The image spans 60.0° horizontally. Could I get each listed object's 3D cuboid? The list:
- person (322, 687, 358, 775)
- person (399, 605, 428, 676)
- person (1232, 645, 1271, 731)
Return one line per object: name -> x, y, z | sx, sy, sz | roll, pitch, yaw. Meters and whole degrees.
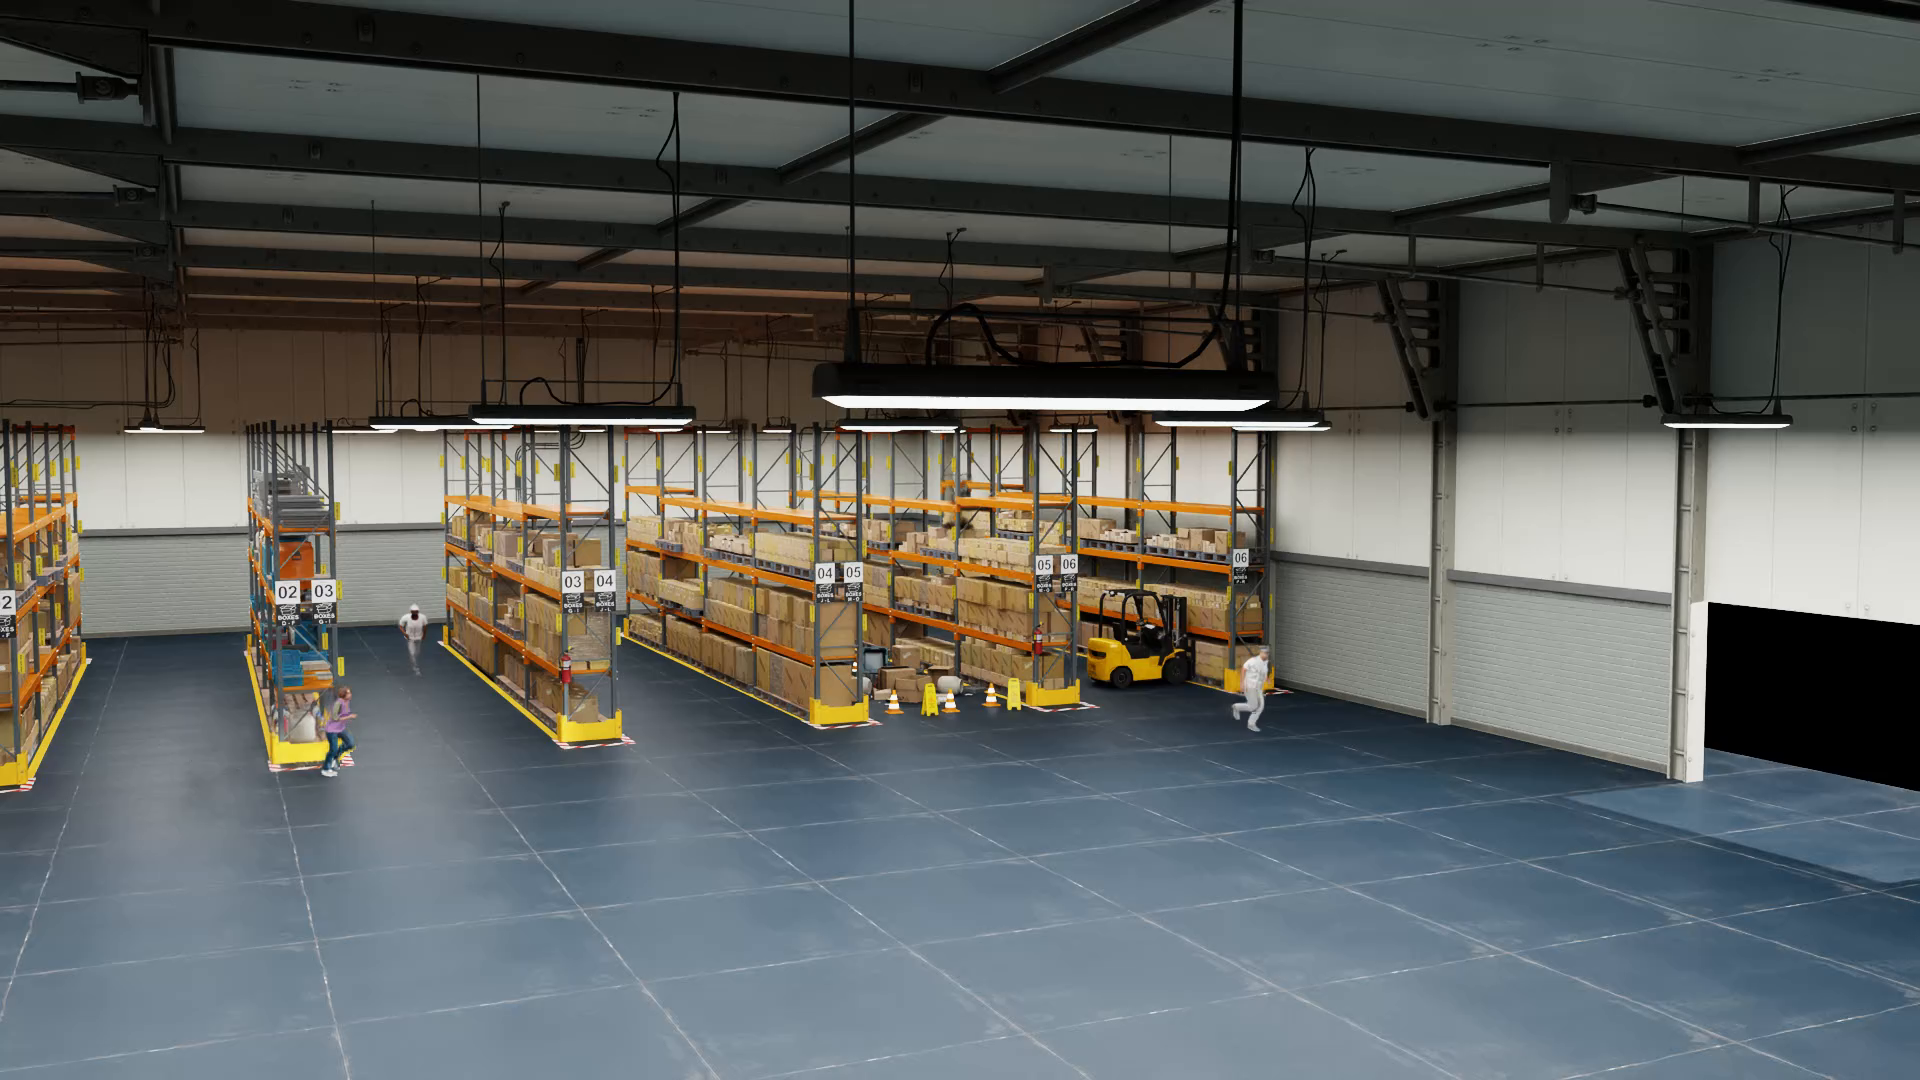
person -> -10.422, 3.210, 27.936 | 0.737, 1.524, 0.527 | 1, 4, 15
person -> -13.161, 2.382, 40.026 | 0.673, 1.706, 0.872 | -2, 4, -25
person -> 5.697, 2.876, 32.446 | 0.786, 1.698, 0.658 | 3, 5, 39
